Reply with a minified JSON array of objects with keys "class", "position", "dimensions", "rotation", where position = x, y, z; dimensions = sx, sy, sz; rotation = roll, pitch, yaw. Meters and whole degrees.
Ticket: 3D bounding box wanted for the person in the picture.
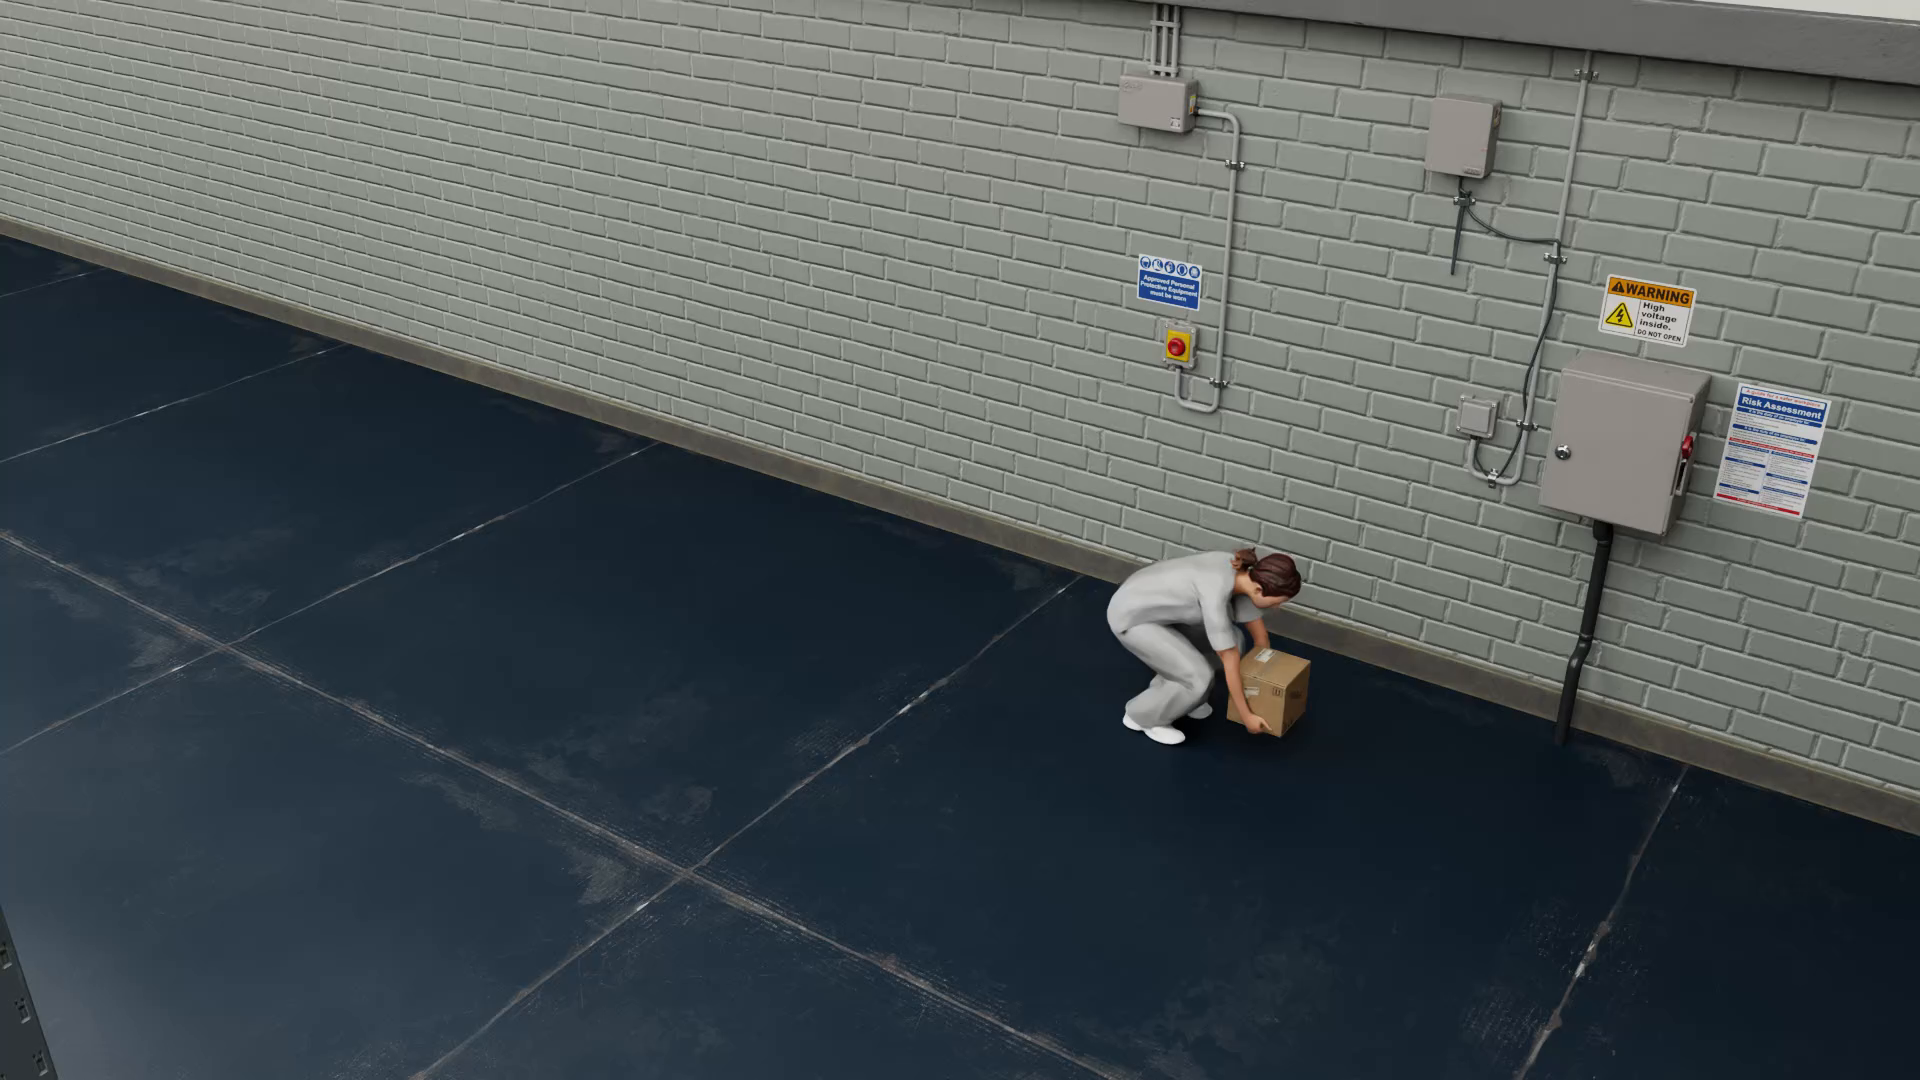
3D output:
[{"class":"person","position":[1.033,0.424,7.106],"dimensions":[0.830,0.938,0.460],"rotation":[16,31,29]}]
